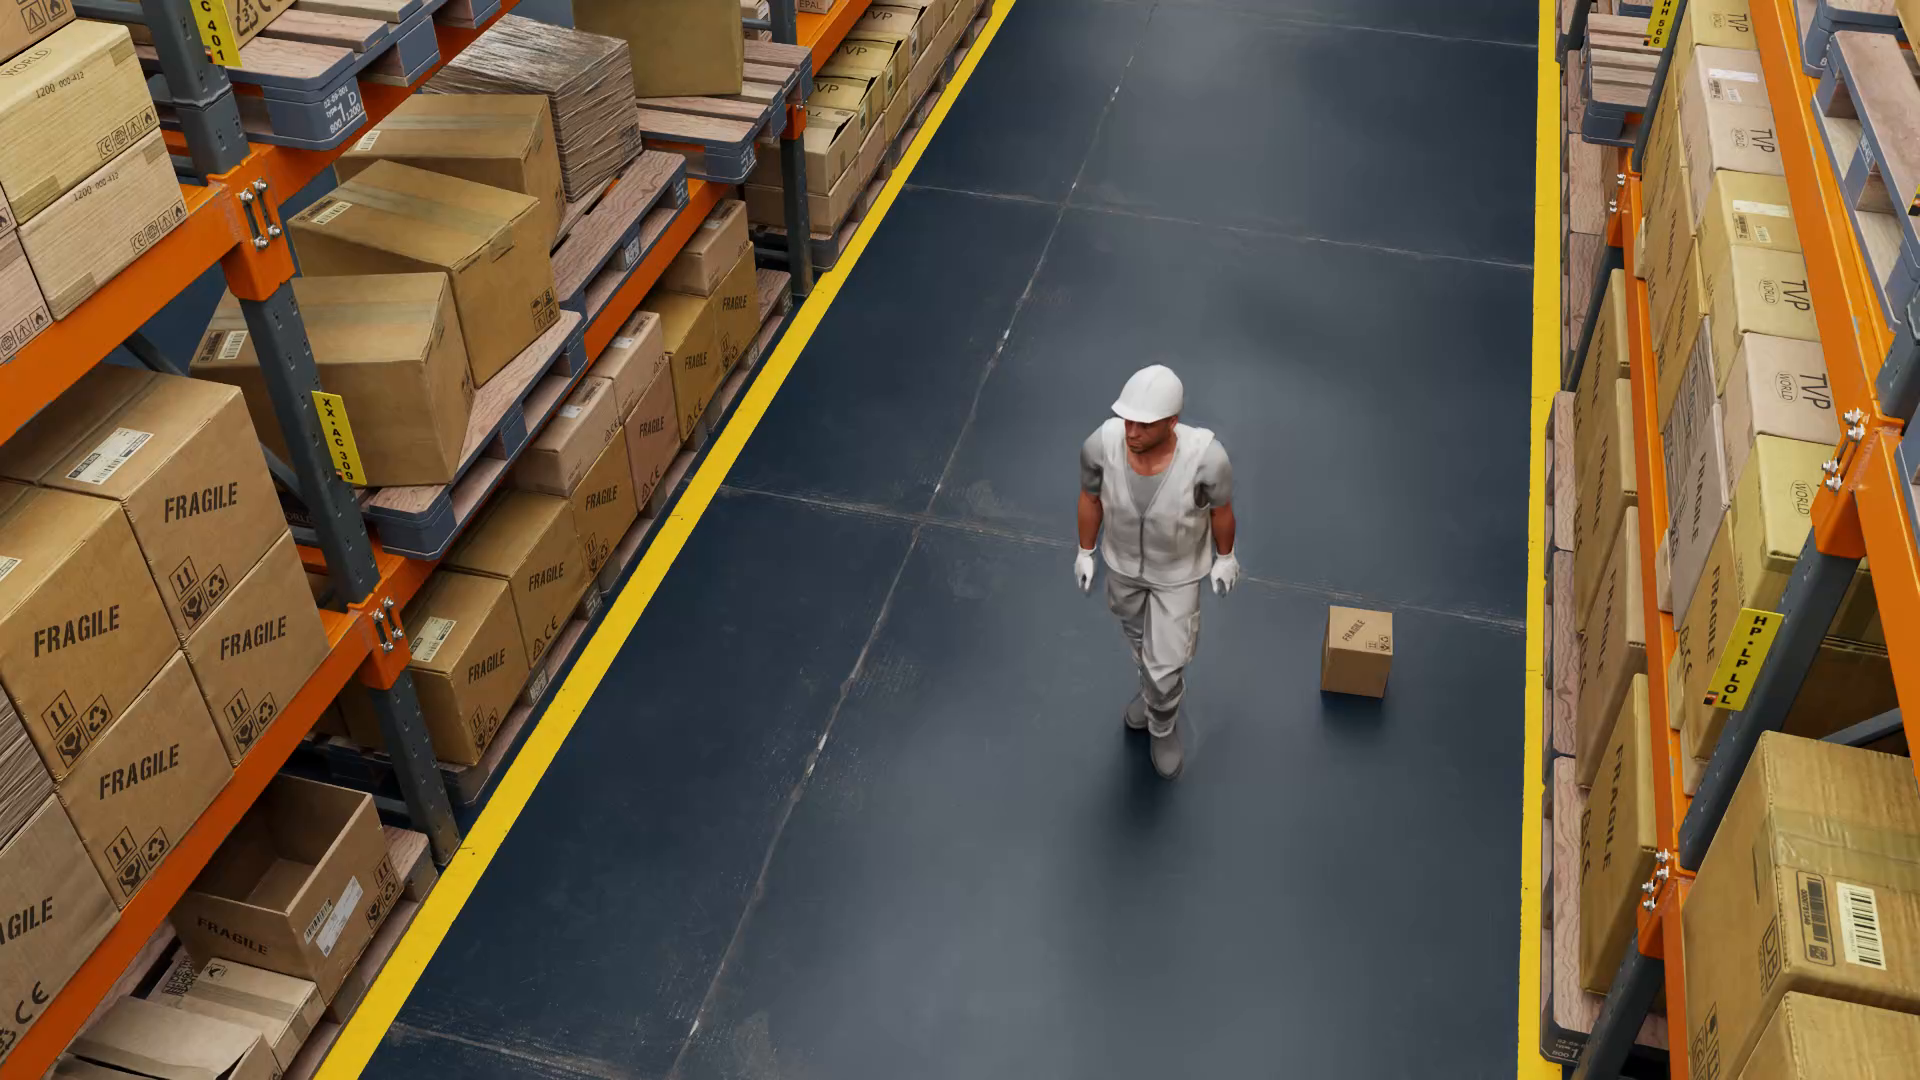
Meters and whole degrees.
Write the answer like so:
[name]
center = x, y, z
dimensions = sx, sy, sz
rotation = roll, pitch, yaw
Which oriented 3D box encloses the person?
[person]
center = 0.702, 0.081, 6.028
dimensions = 0.579, 1.782, 0.538
rotation = 19, 44, 20
